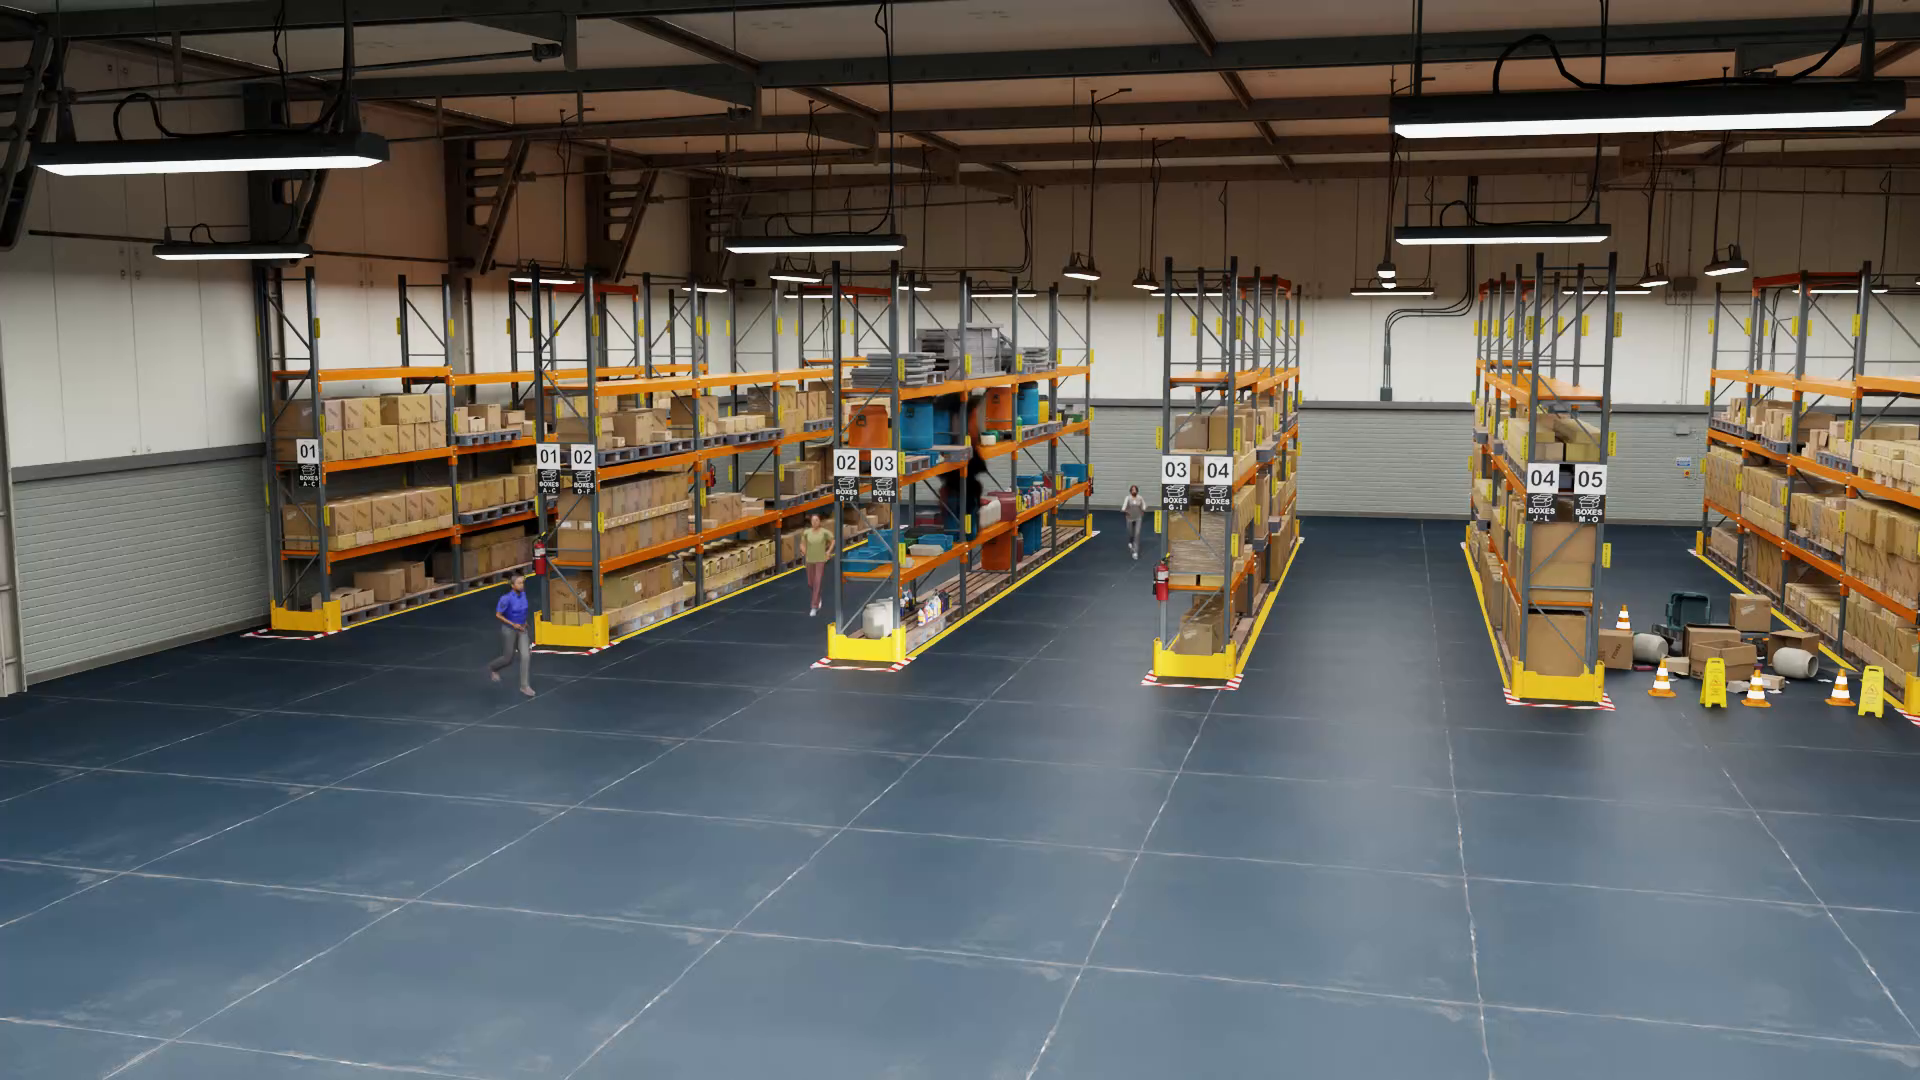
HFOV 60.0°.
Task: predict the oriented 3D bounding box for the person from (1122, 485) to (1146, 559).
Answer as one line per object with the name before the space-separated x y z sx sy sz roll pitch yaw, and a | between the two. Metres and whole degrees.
person | 3.826 -0.419 36.589 0.539 1.599 0.848 0 7 1

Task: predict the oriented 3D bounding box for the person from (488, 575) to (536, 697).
person | -6.179 1.294 22.973 0.928 1.650 0.599 5 9 33

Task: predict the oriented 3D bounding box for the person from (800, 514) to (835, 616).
person | -2.392 0.392 27.830 0.588 1.687 0.712 1 7 6
